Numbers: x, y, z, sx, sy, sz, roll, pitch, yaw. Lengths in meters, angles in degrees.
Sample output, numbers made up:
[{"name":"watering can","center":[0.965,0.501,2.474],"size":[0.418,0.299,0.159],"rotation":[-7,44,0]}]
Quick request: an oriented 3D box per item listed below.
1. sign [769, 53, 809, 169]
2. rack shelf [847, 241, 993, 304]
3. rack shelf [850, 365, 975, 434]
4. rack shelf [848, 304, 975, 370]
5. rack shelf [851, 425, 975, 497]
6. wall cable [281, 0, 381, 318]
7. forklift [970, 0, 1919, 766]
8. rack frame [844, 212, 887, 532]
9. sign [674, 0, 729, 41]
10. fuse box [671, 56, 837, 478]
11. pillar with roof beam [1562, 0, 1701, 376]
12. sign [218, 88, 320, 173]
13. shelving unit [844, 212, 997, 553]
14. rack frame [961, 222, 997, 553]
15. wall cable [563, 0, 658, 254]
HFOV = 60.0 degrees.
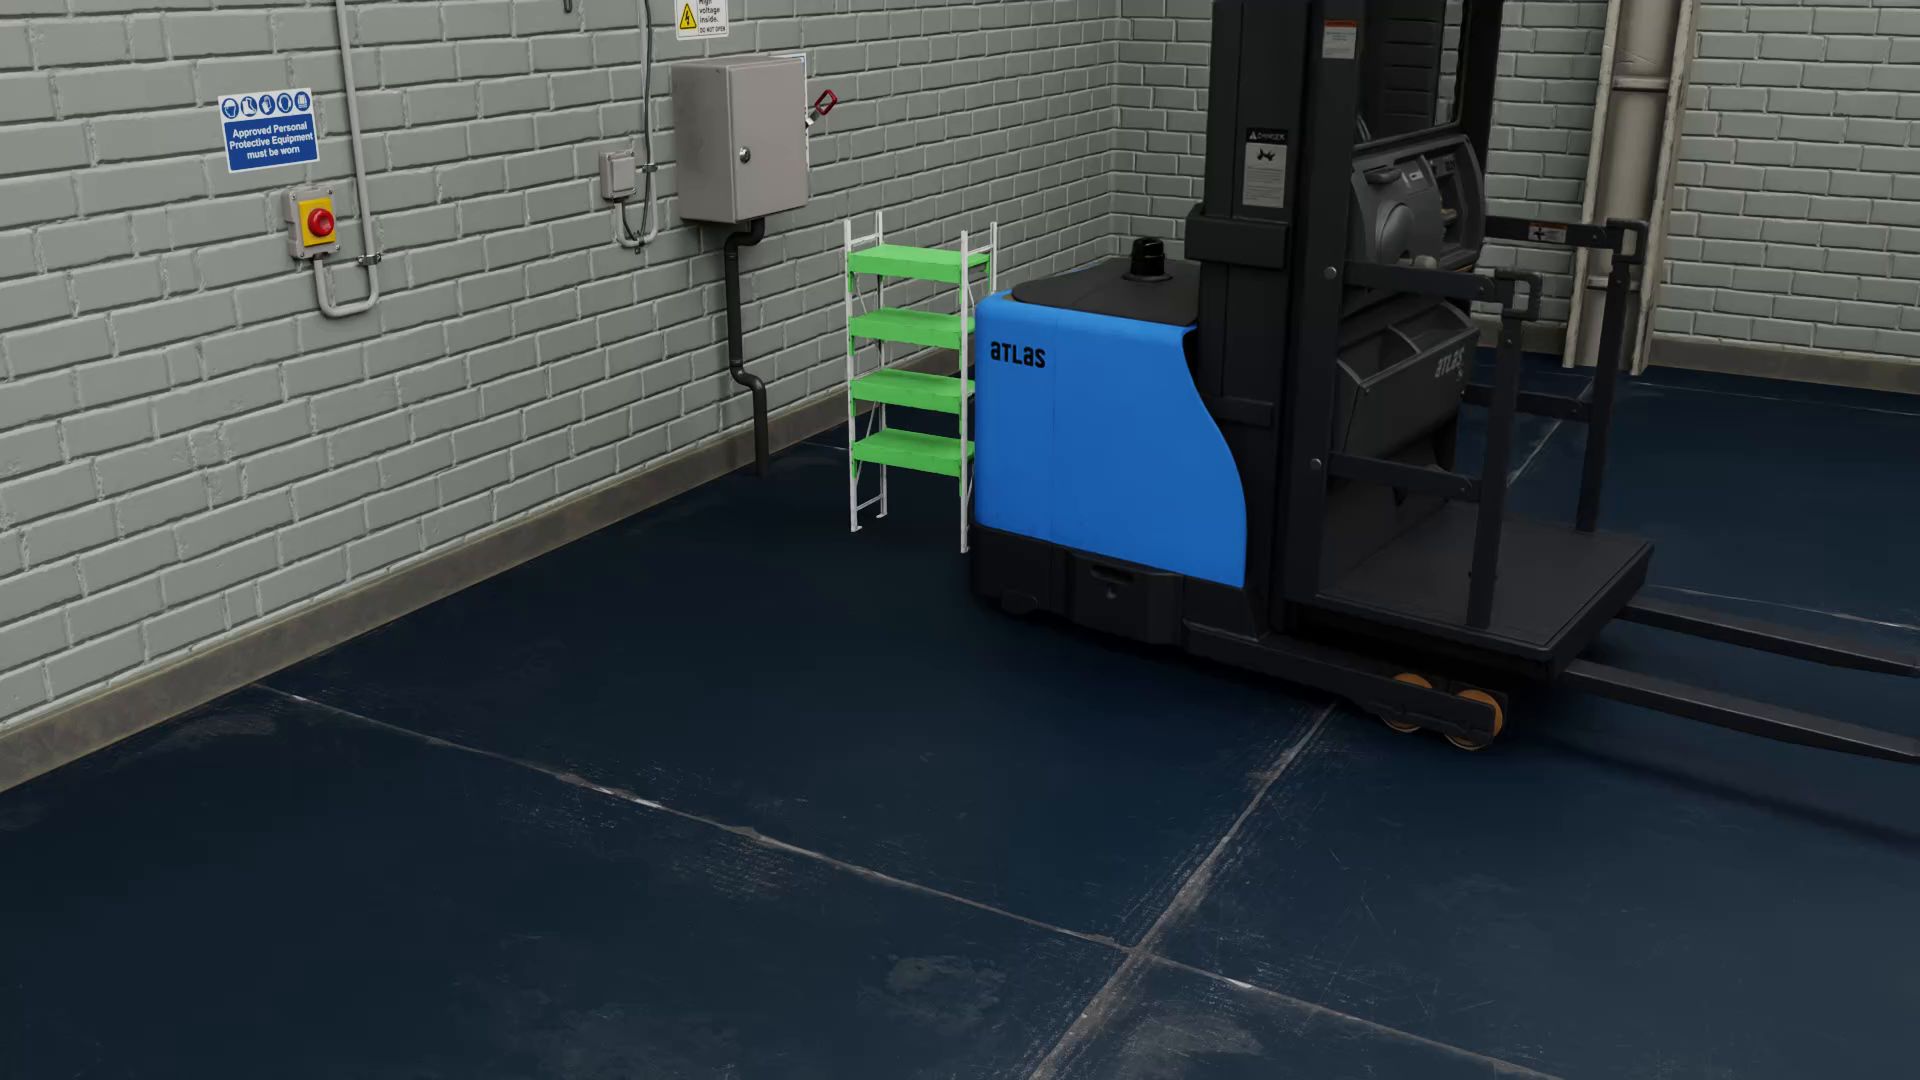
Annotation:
[{"name":"sign","center":[-0.747,-1.827,7.142],"size":[0.001,0.494,0.329],"rotation":[11,23,27]},{"name":"rack shelf","center":[-0.145,-0.983,6.094],"size":[0.480,0.148,0.258],"rotation":[11,23,27]},{"name":"rack shelf","center":[-0.145,-0.532,6.258],"size":[0.480,0.148,0.258],"rotation":[11,23,27]},{"name":"rack shelf","center":[-0.145,-0.757,6.176],"size":[0.480,0.148,0.258],"rotation":[11,23,27]},{"name":"rack shelf","center":[-0.145,-0.306,6.340],"size":[0.480,0.148,0.258],"rotation":[11,23,27]},{"name":"wall cable","center":[-1.959,-1.581,4.789],"size":[0.123,1.953,0.585],"rotation":[11,23,27]},{"name":"forklift","center":[1.523,-0.987,4.788],"size":[3.031,2.935,1.130],"rotation":[14,24,34]},{"name":"rack frame","center":[-0.358,-0.632,6.348],"size":[0.015,1.200,0.240],"rotation":[11,23,27]},{"name":"sign","center":[-1.015,-2.096,6.534],"size":[0.001,0.242,0.339],"rotation":[11,23,27]},{"name":"fuse box","center":[-0.807,-1.084,6.845],"size":[0.414,1.711,0.539],"rotation":[11,23,27]},{"name":"pillar with roof beam","center":[1.379,-3.892,3.897],"size":[0.400,9.000,9.100],"rotation":[11,23,27]},{"name":"sign","center":[-2.036,-1.212,4.910],"size":[0.001,0.218,0.327],"rotation":[11,23,27]},{"name":"shelving unit","center":[-0.145,-0.592,6.236],"size":[0.503,1.200,0.258],"rotation":[11,23,27]},{"name":"rack frame","center":[0.068,-0.551,6.124],"size":[0.015,1.200,0.240],"rotation":[11,23,27]},{"name":"wall cable","center":[-1.278,-1.991,5.964],"size":[0.122,1.984,0.588],"rotation":[11,23,27]}]
